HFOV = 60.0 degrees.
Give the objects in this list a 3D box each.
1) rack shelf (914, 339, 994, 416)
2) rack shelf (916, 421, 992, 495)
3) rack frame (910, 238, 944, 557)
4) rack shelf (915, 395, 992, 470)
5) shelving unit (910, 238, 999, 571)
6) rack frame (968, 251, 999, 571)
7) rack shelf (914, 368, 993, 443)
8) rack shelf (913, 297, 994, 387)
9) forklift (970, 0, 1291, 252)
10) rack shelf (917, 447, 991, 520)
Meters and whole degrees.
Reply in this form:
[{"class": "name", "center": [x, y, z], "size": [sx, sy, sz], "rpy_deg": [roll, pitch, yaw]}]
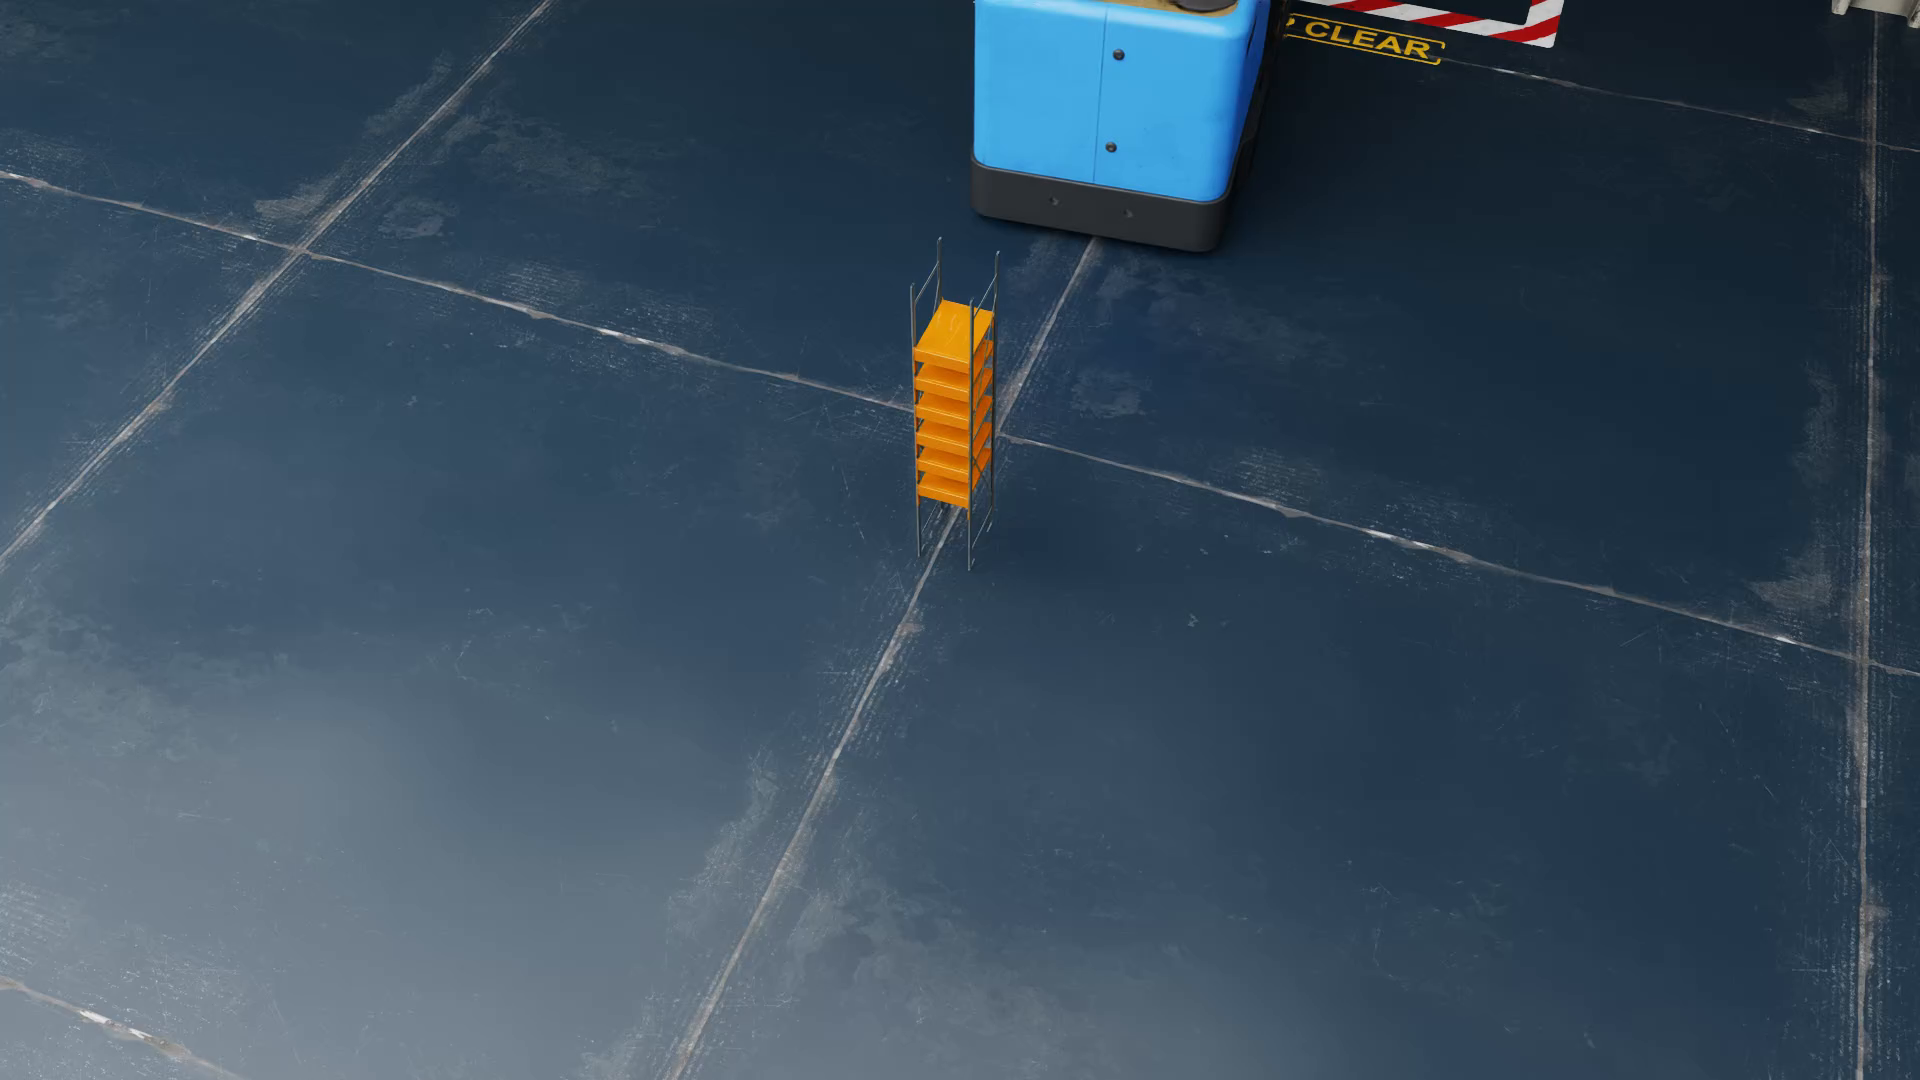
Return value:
[{"class": "rack shelf", "center": [-0.014, -0.525, 5.152], "size": [0.180, 0.103, 0.258], "rpy_deg": [16, 51, 13]}, {"class": "rack shelf", "center": [-0.014, -0.289, 5.424], "size": [0.180, 0.103, 0.258], "rpy_deg": [16, 51, 13]}, {"class": "rack frame", "center": [-0.099, -0.421, 5.321], "size": [0.006, 1.200, 0.240], "rpy_deg": [16, 51, 13]}, {"class": "rack shelf", "center": [-0.014, -0.368, 5.333], "size": [0.180, 0.103, 0.258], "rpy_deg": [16, 51, 13]}, {"class": "shelving unit", "center": [-0.014, -0.397, 5.300], "size": [0.189, 1.200, 0.258], "rpy_deg": [16, 51, 13]}, {"class": "rack frame", "center": [0.072, -0.373, 5.279], "size": [0.006, 1.200, 0.240], "rpy_deg": [16, 51, 13]}, {"class": "rack shelf", "center": [-0.014, -0.446, 5.243], "size": [0.180, 0.103, 0.258], "rpy_deg": [16, 51, 13]}, {"class": "rack shelf", "center": [-0.014, -0.603, 5.061], "size": [0.180, 0.103, 0.258], "rpy_deg": [16, 51, 13]}, {"class": "forklift", "center": [0.922, -3.254, 6.630], "size": [1.130, 2.935, 3.031], "rpy_deg": [12, 50, 10]}, {"class": "rack shelf", "center": [-0.014, -0.210, 5.515], "size": [0.180, 0.103, 0.258], "rpy_deg": [16, 51, 13]}]
